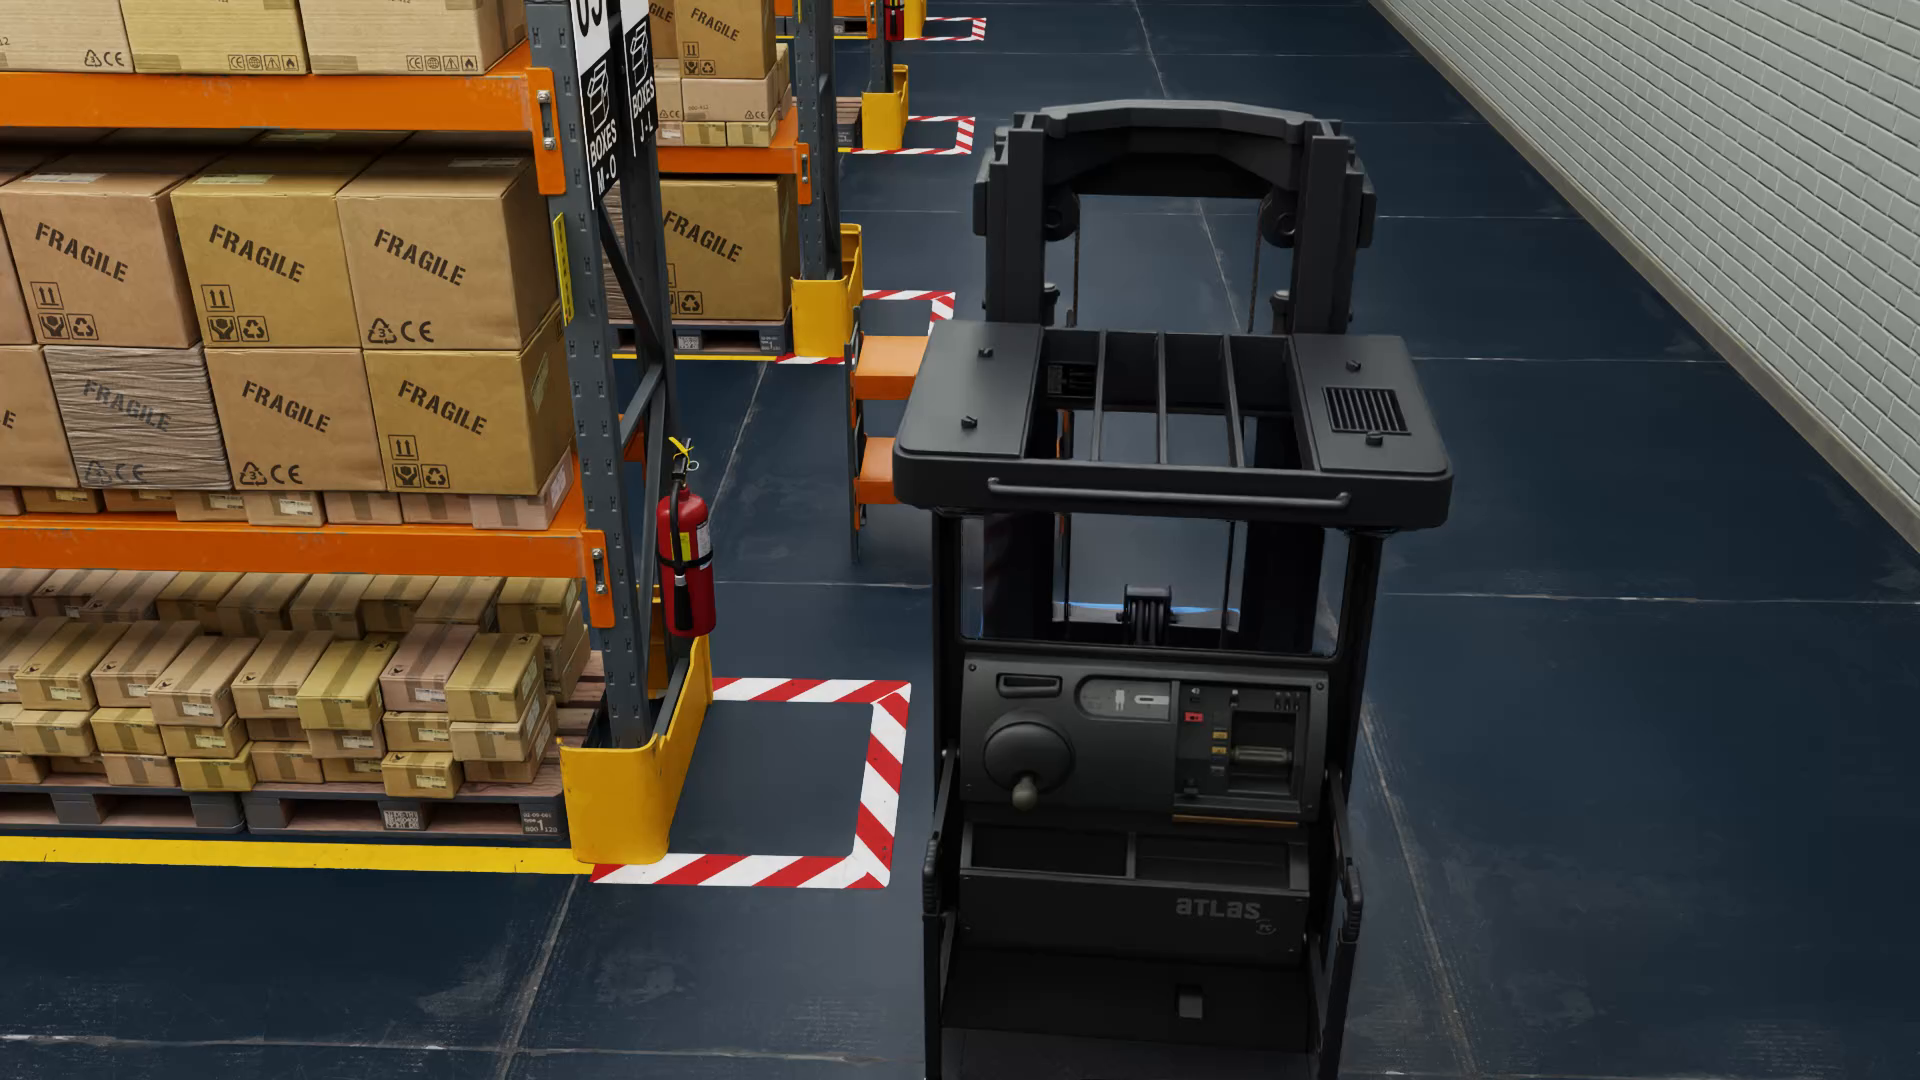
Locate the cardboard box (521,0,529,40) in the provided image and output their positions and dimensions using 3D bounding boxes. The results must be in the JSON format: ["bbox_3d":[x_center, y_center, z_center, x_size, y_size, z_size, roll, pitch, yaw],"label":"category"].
[{"bbox_3d":[-1.593,-1.808,5.416,0.500,0.250,0.500,2,28,4],"label":"cardboard box"}]

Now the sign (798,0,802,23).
[{"bbox_3d":[-0.910,-3.104,9.414,0.005,0.325,0.100,1,28,2],"label":"sign"}]

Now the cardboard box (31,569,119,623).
[{"bbox_3d":[-3.480,0.194,6.641,0.250,0.149,0.380,0,28,0],"label":"cardboard box"}]

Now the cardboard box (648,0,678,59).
[{"bbox_3d":[-1.847,-3.281,10.279,0.500,0.500,0.500,0,28,1],"label":"cardboard box"}]

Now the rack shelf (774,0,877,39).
[{"bbox_3d":[-2.701,-4.775,14.824,4.000,0.370,1.077,1,28,2],"label":"rack shelf"}]

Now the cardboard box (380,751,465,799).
[{"bbox_3d":[-1.947,0.784,6.164,0.250,0.149,0.380,2,28,3],"label":"cardboard box"}]

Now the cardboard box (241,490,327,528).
[{"bbox_3d":[-2.243,-0.196,5.686,0.250,0.149,0.380,2,28,3],"label":"cardboard box"}]

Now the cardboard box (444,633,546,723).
[{"bbox_3d":[-1.691,0.499,6.066,0.250,0.149,0.380,1,28,2],"label":"cardboard box"}]

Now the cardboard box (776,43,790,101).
[{"bbox_3d":[-1.347,-2.941,10.439,0.500,0.250,0.500,0,28,0],"label":"cardboard box"}]

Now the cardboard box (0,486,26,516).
[{"bbox_3d":[-3.292,-0.237,5.764,0.250,0.149,0.380,2,28,4],"label":"cardboard box"}]

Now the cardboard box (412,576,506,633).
[{"bbox_3d":[-1.944,0.273,6.492,0.250,0.149,0.380,1,28,3],"label":"cardboard box"}]

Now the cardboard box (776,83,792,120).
[{"bbox_3d":[-1.220,-2.791,10.581,0.250,0.149,0.380,1,28,2],"label":"cardboard box"}]

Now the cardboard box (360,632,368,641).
[{"bbox_3d":[-2.439,0.343,6.678,0.250,0.149,0.380,2,28,3],"label":"cardboard box"}]

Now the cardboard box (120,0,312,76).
[{"bbox_3d":[-2.127,-1.570,4.966,0.500,0.250,0.500,1,28,2],"label":"cardboard box"}]

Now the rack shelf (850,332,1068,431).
[{"bbox_3d":[0.007,-0.755,7.849,1.000,0.278,0.538,1,28,2],"label":"rack shelf"}]

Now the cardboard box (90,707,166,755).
[{"bbox_3d":[-2.983,0.622,6.151,0.250,0.149,0.380,2,28,4],"label":"cardboard box"}]

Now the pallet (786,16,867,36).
[{"bbox_3d":[-1.396,-6.161,19.646,1.213,0.211,1.003,1,28,2],"label":"pallet"}]

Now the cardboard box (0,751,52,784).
[{"bbox_3d":[-3.500,0.745,6.238,0.250,0.149,0.380,0,28,0],"label":"cardboard box"}]

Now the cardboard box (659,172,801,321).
[{"bbox_3d":[-1.519,-1.962,10.568,0.875,0.875,0.875,1,28,2],"label":"cardboard box"}]

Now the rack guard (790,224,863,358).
[{"bbox_3d":[-0.853,-1.637,10.804,0.348,0.500,1.175,1,28,2],"label":"rack guard"}]

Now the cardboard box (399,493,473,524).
[{"bbox_3d":[-1.736,-0.206,5.704,0.250,0.149,0.380,1,28,2],"label":"cardboard box"}]

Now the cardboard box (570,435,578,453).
[{"bbox_3d":[-1.465,-0.470,6.202,0.250,0.149,0.380,1,28,1],"label":"cardboard box"}]

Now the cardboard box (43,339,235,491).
[{"bbox_3d":[-2.633,-0.499,5.565,0.500,0.500,0.500,1,28,2],"label":"cardboard box"}]

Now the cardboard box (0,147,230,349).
[{"bbox_3d":[-2.645,-0.943,5.335,0.500,0.500,0.500,2,28,4],"label":"cardboard box"}]

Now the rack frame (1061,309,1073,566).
[{"bbox_3d":[0.515,-0.488,7.970,0.032,1.125,0.500,1,28,2],"label":"rack frame"}]

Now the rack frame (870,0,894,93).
[{"bbox_3d":[-0.702,-5.060,14.593,0.127,3.000,1.000,1,28,2],"label":"rack frame"}]

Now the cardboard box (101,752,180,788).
[{"bbox_3d":[-2.985,0.753,6.223,0.250,0.149,0.380,1,28,3],"label":"cardboard box"}]

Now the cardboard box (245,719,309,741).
[{"bbox_3d":[-2.475,0.585,6.221,0.250,0.149,0.380,1,28,1],"label":"cardboard box"}]

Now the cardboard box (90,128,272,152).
[{"bbox_3d":[-2.616,-1.195,5.810,0.500,0.500,0.500,0,28,1],"label":"cardboard box"}]

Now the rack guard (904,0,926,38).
[{"bbox_3d":[-0.599,-6.276,19.555,0.348,0.500,1.175,1,28,2],"label":"rack guard"}]

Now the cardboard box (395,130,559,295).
[{"bbox_3d":[-1.592,-1.171,5.764,0.500,0.500,0.500,1,28,1],"label":"cardboard box"}]

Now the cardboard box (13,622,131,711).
[{"bbox_3d":[-3.253,0.464,6.133,0.250,0.149,0.380,1,28,2],"label":"cardboard box"}]

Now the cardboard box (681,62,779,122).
[{"bbox_3d":[-1.371,-2.691,9.966,0.500,0.250,0.500,1,28,1],"label":"cardboard box"}]

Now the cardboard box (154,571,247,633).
[{"bbox_3d":[-2.981,0.209,6.613,0.250,0.149,0.380,1,28,3],"label":"cardboard box"}]

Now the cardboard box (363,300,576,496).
[{"bbox_3d":[-1.611,-0.485,5.537,0.500,0.500,0.500,2,28,3],"label":"cardboard box"}]

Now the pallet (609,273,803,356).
[{"bbox_3d":[-1.679,-1.486,10.829,1.213,0.211,1.003,1,28,2],"label":"pallet"}]

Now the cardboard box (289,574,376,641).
[{"bbox_3d":[-2.442,0.244,6.548,0.250,0.149,0.380,0,28,-1],"label":"cardboard box"}]

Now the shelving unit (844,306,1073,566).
[{"bbox_3d":[0.007,-0.497,7.986,1.048,1.125,0.538,1,28,2],"label":"shelving unit"}]

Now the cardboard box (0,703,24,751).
[{"bbox_3d":[-3.505,0.615,6.165,0.250,0.149,0.380,1,28,1],"label":"cardboard box"}]

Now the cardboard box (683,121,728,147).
[{"bbox_3d":[-1.504,-2.486,10.006,0.250,0.149,0.380,1,28,2],"label":"cardboard box"}]

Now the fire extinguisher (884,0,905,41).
[{"bbox_3d":[-0.567,-4.646,14.293,0.183,0.674,0.296,1,28,2],"label":"fire extinguisher"}]

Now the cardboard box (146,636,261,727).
[{"bbox_3d":[-2.730,0.511,6.044,0.250,0.149,0.380,2,28,4],"label":"cardboard box"}]

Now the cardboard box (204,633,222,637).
[{"bbox_3d":[-2.980,0.398,6.574,0.250,0.149,0.380,2,28,4],"label":"cardboard box"}]

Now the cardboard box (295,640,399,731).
[{"bbox_3d":[-2.203,0.523,6.021,0.250,0.149,0.380,0,28,1],"label":"cardboard box"}]

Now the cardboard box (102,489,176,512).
[{"bbox_3d":[-2.773,-0.247,5.781,0.250,0.149,0.380,0,28,0],"label":"cardboard box"}]

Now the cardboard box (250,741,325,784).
[{"bbox_3d":[-2.455,0.742,6.244,0.250,0.149,0.380,1,28,2],"label":"cardboard box"}]

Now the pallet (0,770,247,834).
[{"bbox_3d":[-3.256,0.757,6.596,1.213,0.211,1.003,1,28,2],"label":"pallet"}]

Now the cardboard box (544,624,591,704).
[{"bbox_3d":[-1.665,0.494,6.712,0.250,0.149,0.380,2,28,3],"label":"cardboard box"}]

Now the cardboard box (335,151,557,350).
[{"bbox_3d":[-1.619,-0.930,5.311,0.500,0.500,0.500,0,28,1],"label":"cardboard box"}]

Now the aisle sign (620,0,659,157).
[{"bbox_3d":[-1.069,-1.710,5.497,0.004,0.787,0.394,1,28,2],"label":"aisle sign"}]

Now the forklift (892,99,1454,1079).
[{"bbox_3d":[0.449,0.552,4.079,1.130,2.935,3.031,3,28,5],"label":"forklift"}]

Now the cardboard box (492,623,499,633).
[{"bbox_3d":[-1.939,0.361,6.644,0.250,0.149,0.380,1,28,2],"label":"cardboard box"}]

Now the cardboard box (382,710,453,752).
[{"bbox_3d":[-1.950,0.616,6.163,0.250,0.149,0.380,0,28,1],"label":"cardboard box"}]

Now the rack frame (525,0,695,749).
[{"bbox_3d":[-1.153,-0.422,5.843,0.127,3.000,1.000,1,28,2],"label":"rack frame"}]

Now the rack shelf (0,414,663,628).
[{"bbox_3d":[-3.152,-0.137,6.074,4.000,0.370,1.077,1,28,2],"label":"rack shelf"}]
